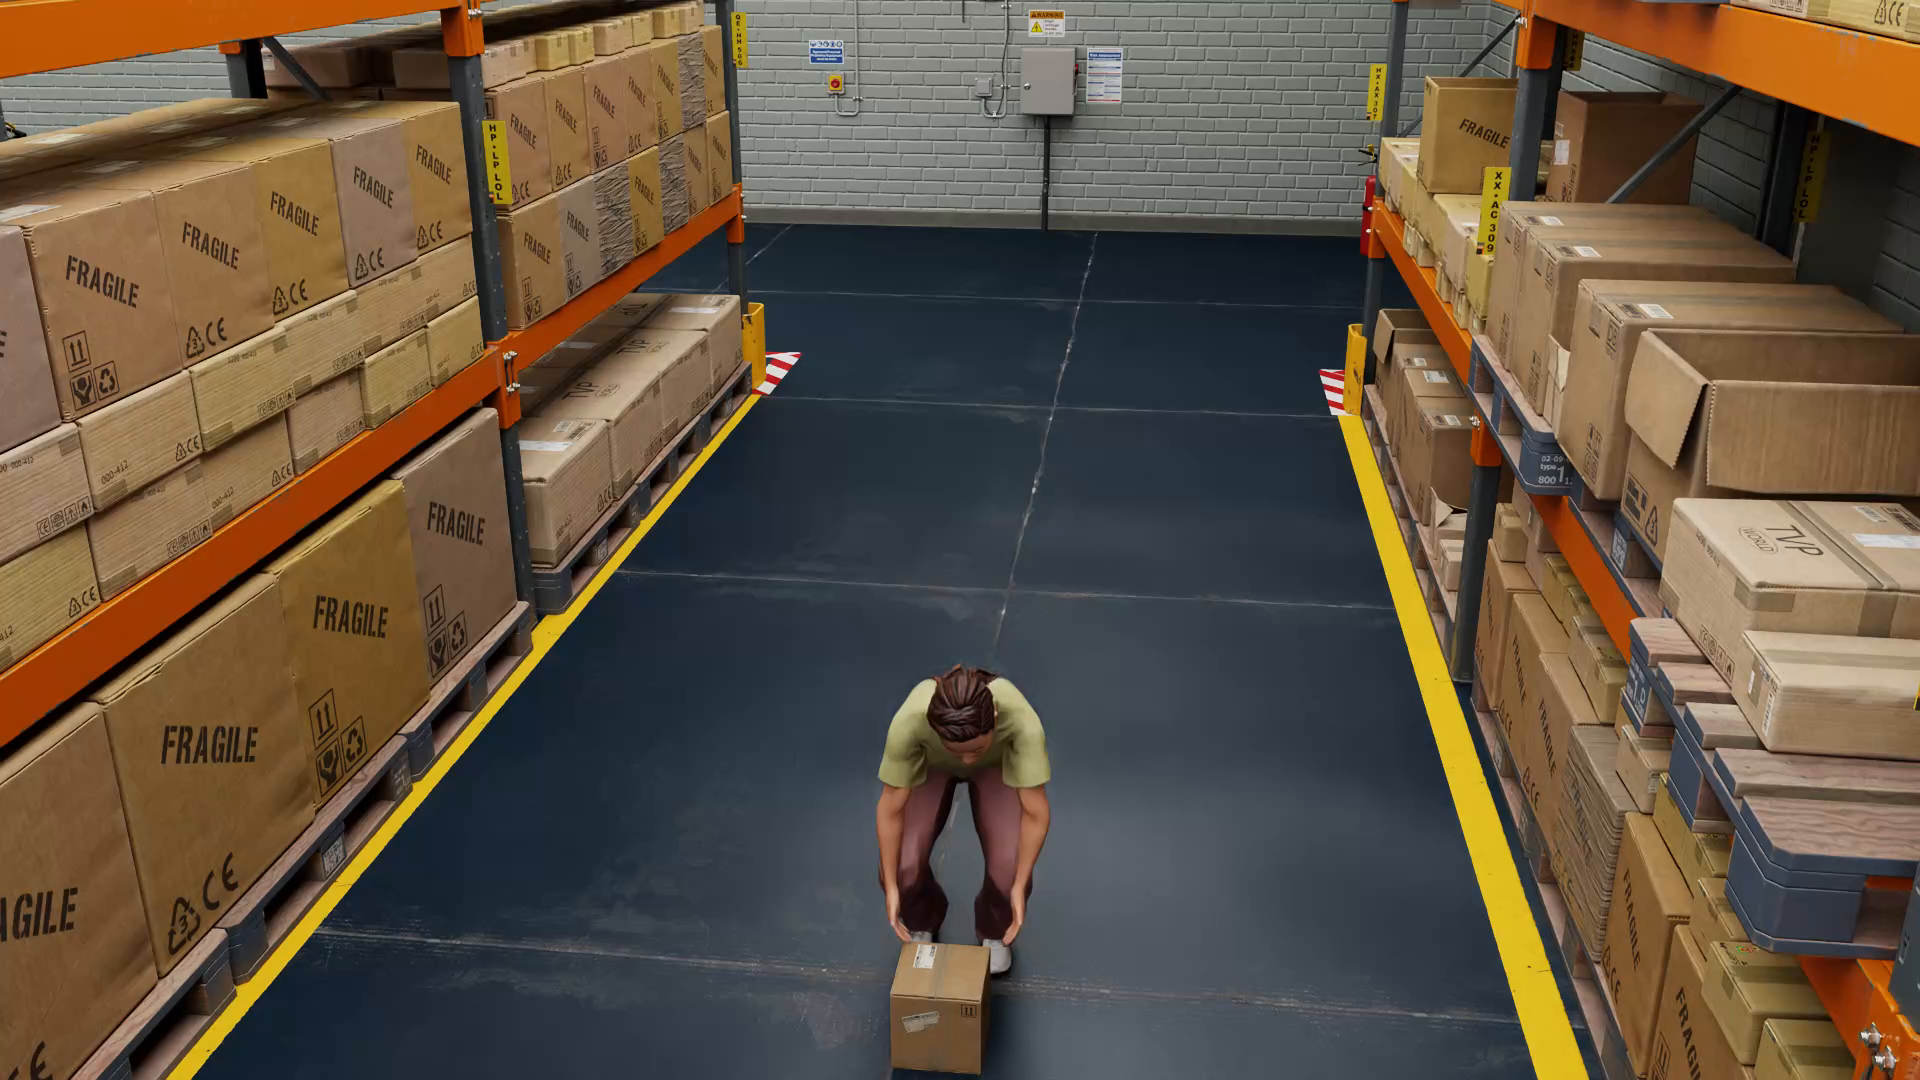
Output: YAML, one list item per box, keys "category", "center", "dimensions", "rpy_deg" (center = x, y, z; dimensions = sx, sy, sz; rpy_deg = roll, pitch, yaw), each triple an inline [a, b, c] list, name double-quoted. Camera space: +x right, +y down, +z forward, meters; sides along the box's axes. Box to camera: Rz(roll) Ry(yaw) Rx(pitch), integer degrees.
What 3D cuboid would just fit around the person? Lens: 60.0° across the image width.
- category: "person"
  center: [0.022, 0.782, 4.869]
  dimensions: [0.503, 1.102, 0.757]
  rpy_deg: [2, 21, 6]
